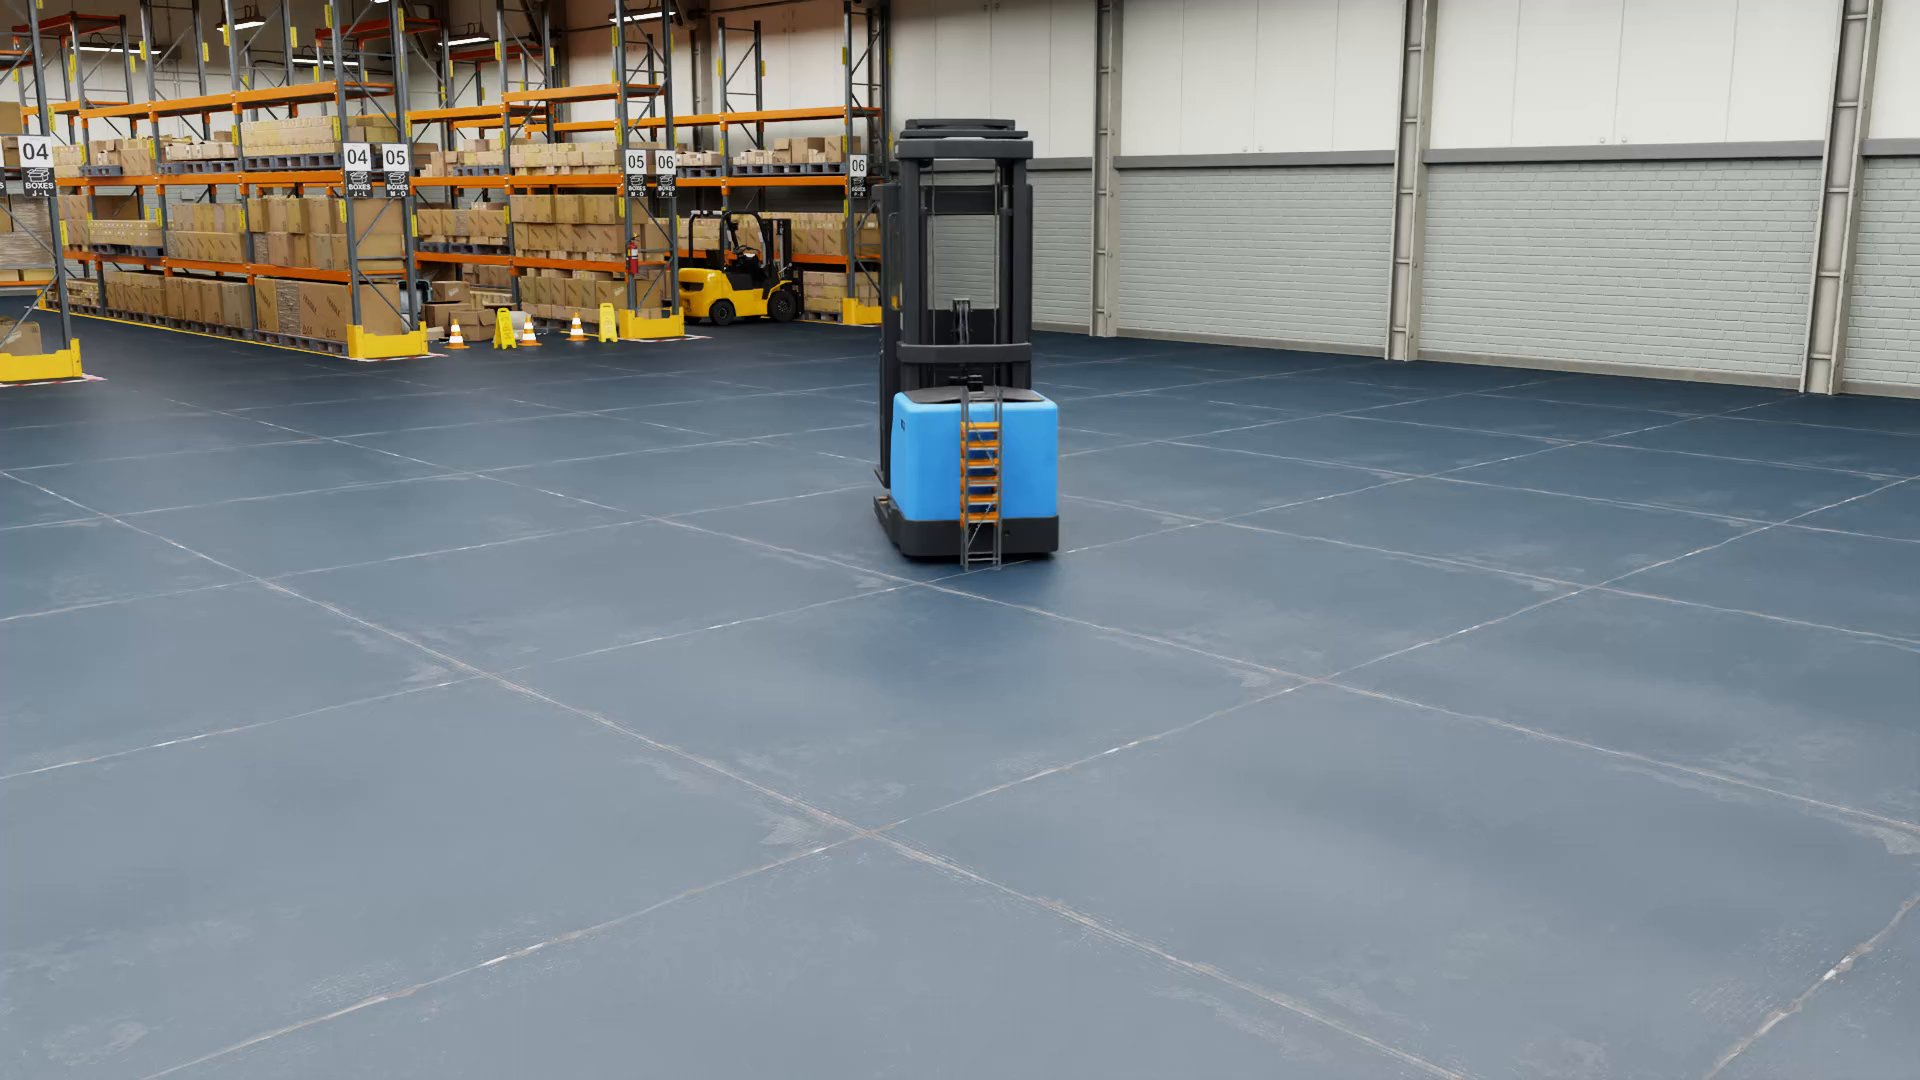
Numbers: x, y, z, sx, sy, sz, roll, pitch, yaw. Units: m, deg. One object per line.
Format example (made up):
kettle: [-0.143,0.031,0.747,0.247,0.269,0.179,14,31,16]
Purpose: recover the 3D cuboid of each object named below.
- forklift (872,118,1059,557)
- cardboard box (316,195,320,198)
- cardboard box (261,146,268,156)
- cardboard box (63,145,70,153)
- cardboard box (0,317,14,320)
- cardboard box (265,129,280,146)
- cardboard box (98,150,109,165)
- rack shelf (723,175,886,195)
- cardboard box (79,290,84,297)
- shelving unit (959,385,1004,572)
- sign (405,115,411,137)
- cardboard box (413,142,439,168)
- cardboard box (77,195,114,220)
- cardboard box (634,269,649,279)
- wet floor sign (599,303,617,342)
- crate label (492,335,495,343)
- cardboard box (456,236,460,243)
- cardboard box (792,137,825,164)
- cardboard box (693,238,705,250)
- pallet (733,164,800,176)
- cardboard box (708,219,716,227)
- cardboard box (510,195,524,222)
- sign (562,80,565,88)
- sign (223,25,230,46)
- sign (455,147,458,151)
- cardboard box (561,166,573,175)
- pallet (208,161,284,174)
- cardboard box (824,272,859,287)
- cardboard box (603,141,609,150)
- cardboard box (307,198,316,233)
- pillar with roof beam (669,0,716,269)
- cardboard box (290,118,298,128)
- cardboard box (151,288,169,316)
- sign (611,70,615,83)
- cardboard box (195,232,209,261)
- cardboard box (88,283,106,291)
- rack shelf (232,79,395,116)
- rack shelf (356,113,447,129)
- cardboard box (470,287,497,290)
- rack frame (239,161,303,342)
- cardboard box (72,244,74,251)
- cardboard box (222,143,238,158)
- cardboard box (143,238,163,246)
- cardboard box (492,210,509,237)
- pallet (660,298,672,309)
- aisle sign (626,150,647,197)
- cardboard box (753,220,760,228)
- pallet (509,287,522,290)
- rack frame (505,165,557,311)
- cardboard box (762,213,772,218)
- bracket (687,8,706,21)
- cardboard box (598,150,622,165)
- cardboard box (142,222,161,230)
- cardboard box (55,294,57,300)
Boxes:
forklift: [-0.059,-1.572,12.276,1.130,2.935,3.031,-2,12,-8]
cardboard box: [-14.360,-7.736,37.692,0.380,0.149,0.250,-11,16,-42]
cardboard box: [-11.105,-6.305,26.980,0.380,0.149,0.250,-11,16,-43]
cardboard box: [-18.299,-8.077,34.394,0.250,0.149,0.380,11,16,43]
cardboard box: [-13.805,-2.906,23.739,0.500,0.500,0.500,-9,15,-37]
cardboard box: [-10.801,-6.454,26.716,0.500,0.250,0.500,-11,16,-43]
cardboard box: [-16.703,-7.556,32.901,0.500,0.311,0.500,-11,16,-43]
rack shelf: [-3.156,-7.137,33.468,1.077,0.370,4.000,-11,16,-43]
cardboard box: [-18.293,-5.199,34.998,0.380,0.149,0.250,-10,16,-41]
shelving unit: [0.138,-0.399,10.866,0.258,1.200,0.189,-2,13,-9]
sign: [-8.467,-6.344,25.474,0.100,0.325,0.005,-11,16,-43]
cardboard box: [-11.256,-7.963,34.398,0.637,0.503,0.797,11,16,42]
cardboard box: [-17.679,-6.798,34.012,0.500,0.500,0.500,11,16,43]
cardboard box: [-6.878,-5.845,37.695,0.875,0.625,0.625,-10,15,-41]
wet floor sign: [-6.005,-3.706,28.301,0.267,0.644,0.232,-5,13,-23]
crate label: [-7.748,-3.419,28.166,0.298,0.136,0.250,3,12,16]
cardboard box: [-9.849,-6.017,33.267,0.380,0.149,0.250,-10,15,-40]
cardboard box: [-2.891,-7.695,32.858,0.700,0.500,0.500,-11,16,-42]
cardboard box: [-5.425,-6.348,35.663,0.500,0.250,0.500,-11,16,-43]
pallet: [-3.929,-7.617,34.235,1.003,0.211,1.213,-11,16,-43]
cardboard box: [-5.125,-6.733,35.302,0.380,0.149,0.250,-11,16,-43]
cardboard box: [-7.977,-6.210,31.156,0.700,0.500,0.500,-11,16,-43]
sign: [-9.664,-11.031,40.446,0.100,0.325,0.005,-11,16,-43]
sign: [-12.019,-8.272,27.252,0.100,0.325,0.005,-11,16,-43]
sign: [-10.493,-8.001,34.599,0.100,0.325,0.005,-11,16,-43]
cardboard box: [-6.904,-6.613,29.766,0.380,0.149,0.250,-11,16,-43]
pallet: [-12.303,-6.418,28.668,1.217,0.209,0.805,11,16,43]
cardboard box: [-2.318,-5.101,32.531,0.500,0.250,0.500,-10,15,-41]
cardboard box: [-5.959,-6.824,28.812,0.380,0.149,0.250,-11,16,-42]
cardboard box: [-9.835,-5.161,26.483,0.875,0.550,0.550,-11,16,-43]
pillar with roof beam: [-8.861,-9.170,34.118,9.100,9.000,0.548,-11,16,-43]
cardboard box: [-10.228,-6.510,26.002,0.380,0.149,0.250,-11,16,-43]
cardboard box: [-15.040,-4.540,31.668,0.500,0.500,0.500,-11,16,-43]
sign: [-7.685,-10.253,36.867,0.100,0.325,0.005,-11,16,-43]
cardboard box: [-13.239,-5.224,29.588,0.500,0.500,0.500,-11,16,-43]
cardboard box: [-17.798,-5.231,34.418,0.380,0.149,0.250,-11,16,-42]
rack shelf: [-10.253,-7.013,26.426,1.077,0.370,4.000,-11,16,-43]
rack shelf: [-12.268,-8.886,35.513,1.077,0.370,4.000,-11,16,-43]
cardboard box: [-9.988,-4.932,33.887,0.950,0.372,0.625,-11,16,-44]
rack frame: [-11.635,-4.915,28.336,1.000,3.000,0.127,-11,16,-43]
cardboard box: [-18.430,-6.160,34.998,0.380,0.149,0.250,-11,16,-43]
cardboard box: [-12.238,-6.646,28.388,0.500,0.250,0.500,-11,16,-42]
cardboard box: [-15.070,-5.590,31.191,0.380,0.149,0.250,-11,16,-42]
cardboard box: [-8.609,-6.056,31.845,0.500,0.500,0.500,-11,16,-44]
pallet: [-5.921,-5.227,36.756,1.003,0.211,1.213,-11,16,-43]
aisle sign: [-5.529,-6.260,28.419,0.394,0.787,0.004,-11,16,-43]
cardboard box: [-4.010,-6.477,34.063,0.380,0.149,0.250,-10,16,-41]
pallet: [-10.535,-6.214,41.551,1.003,0.211,1.213,-11,16,-43]
rack frame: [-8.124,-5.620,31.755,1.000,3.000,0.127,-11,16,-43]
cardboard box: [-3.800,-6.589,33.867,0.380,0.149,0.250,-11,16,-43]
bracket: [-5.717,-11.422,36.132,0.235,0.232,0.430,-11,16,-43]
cardboard box: [-5.910,-6.615,28.784,0.500,0.250,0.500,-11,16,-43]
cardboard box: [-15.067,-5.881,31.129,0.250,0.149,0.380,11,16,43]
cardboard box: [-19.551,-5.328,36.364,0.380,0.149,0.250,-11,16,-43]
